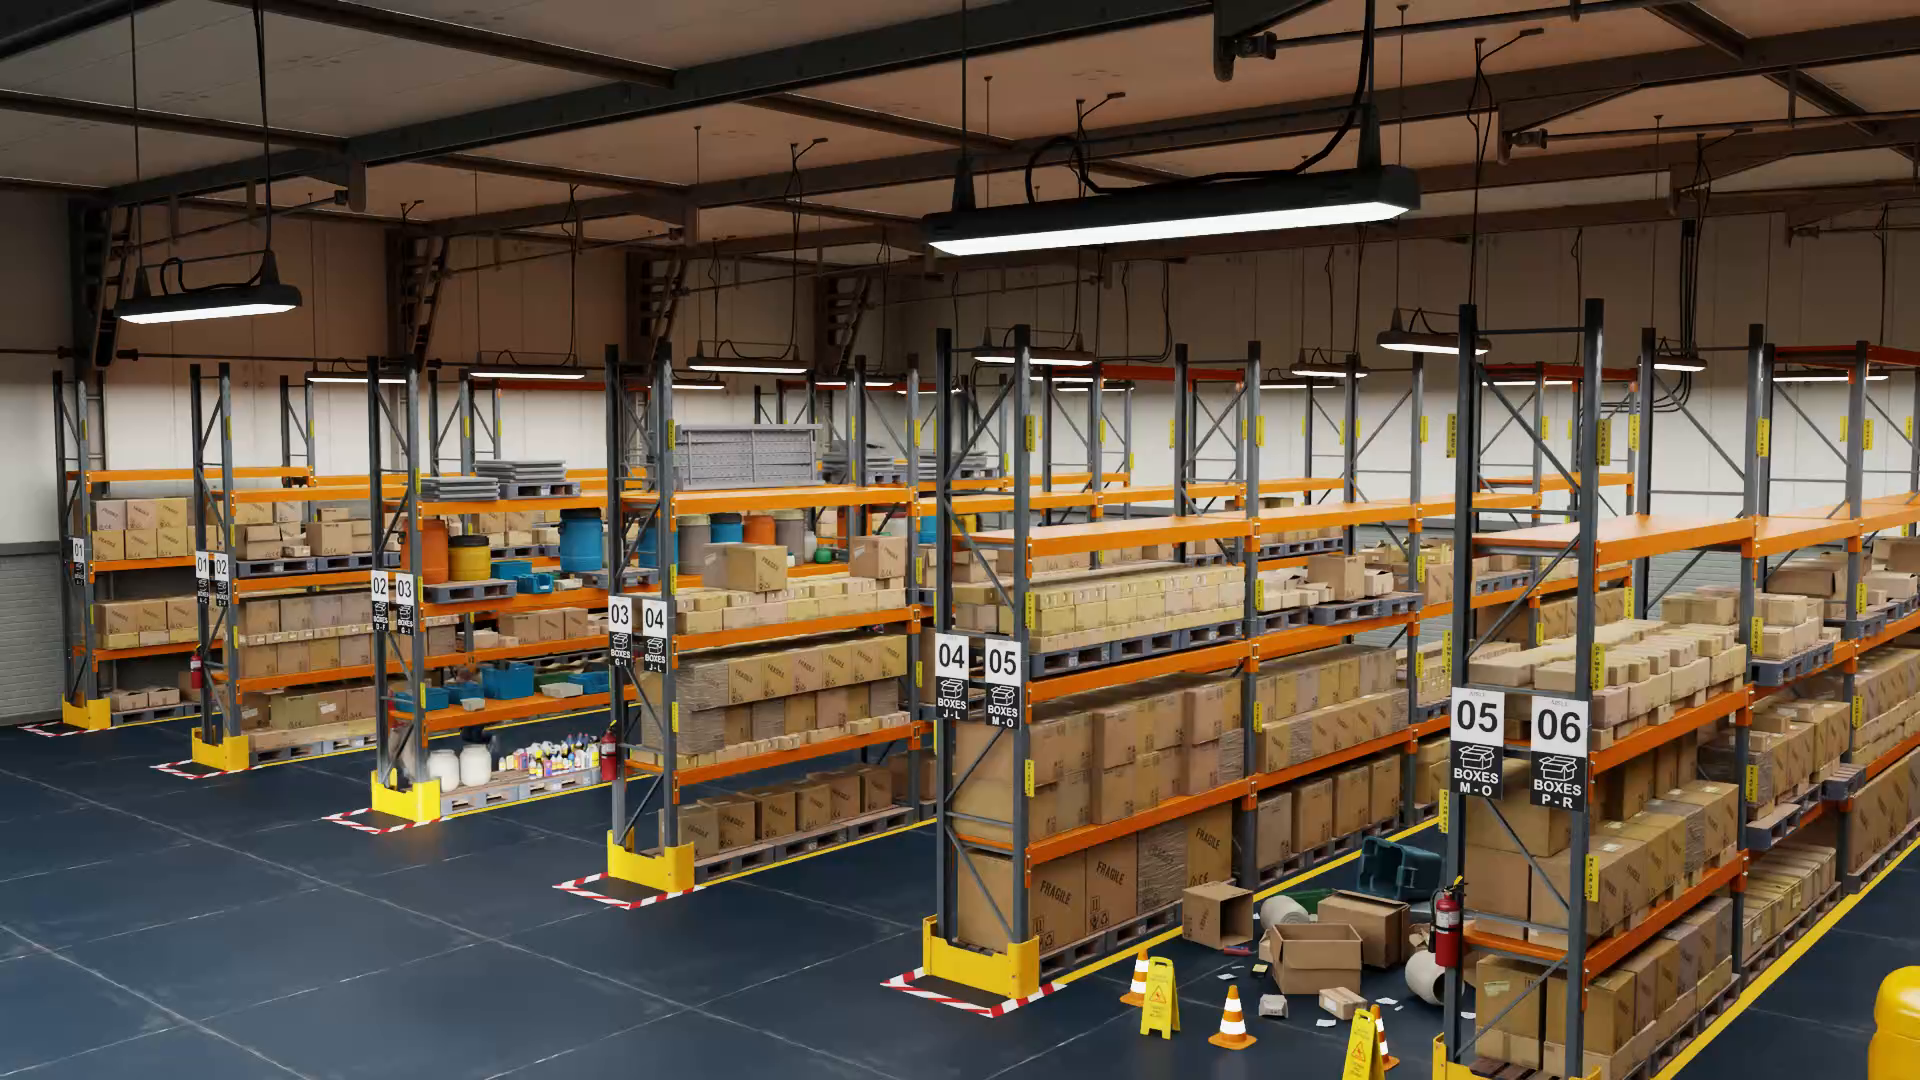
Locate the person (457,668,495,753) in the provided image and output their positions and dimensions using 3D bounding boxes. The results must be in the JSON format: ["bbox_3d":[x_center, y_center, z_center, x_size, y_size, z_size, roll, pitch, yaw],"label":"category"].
[{"bbox_3d":[-7.208,2.638,24.675,0.666,1.530,0.527,-4,6,-44],"label":"person"}]

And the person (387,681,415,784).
[{"bbox_3d":[-7.954,2.706,23.370,0.694,1.545,0.887,2,4,20],"label":"person"}]
